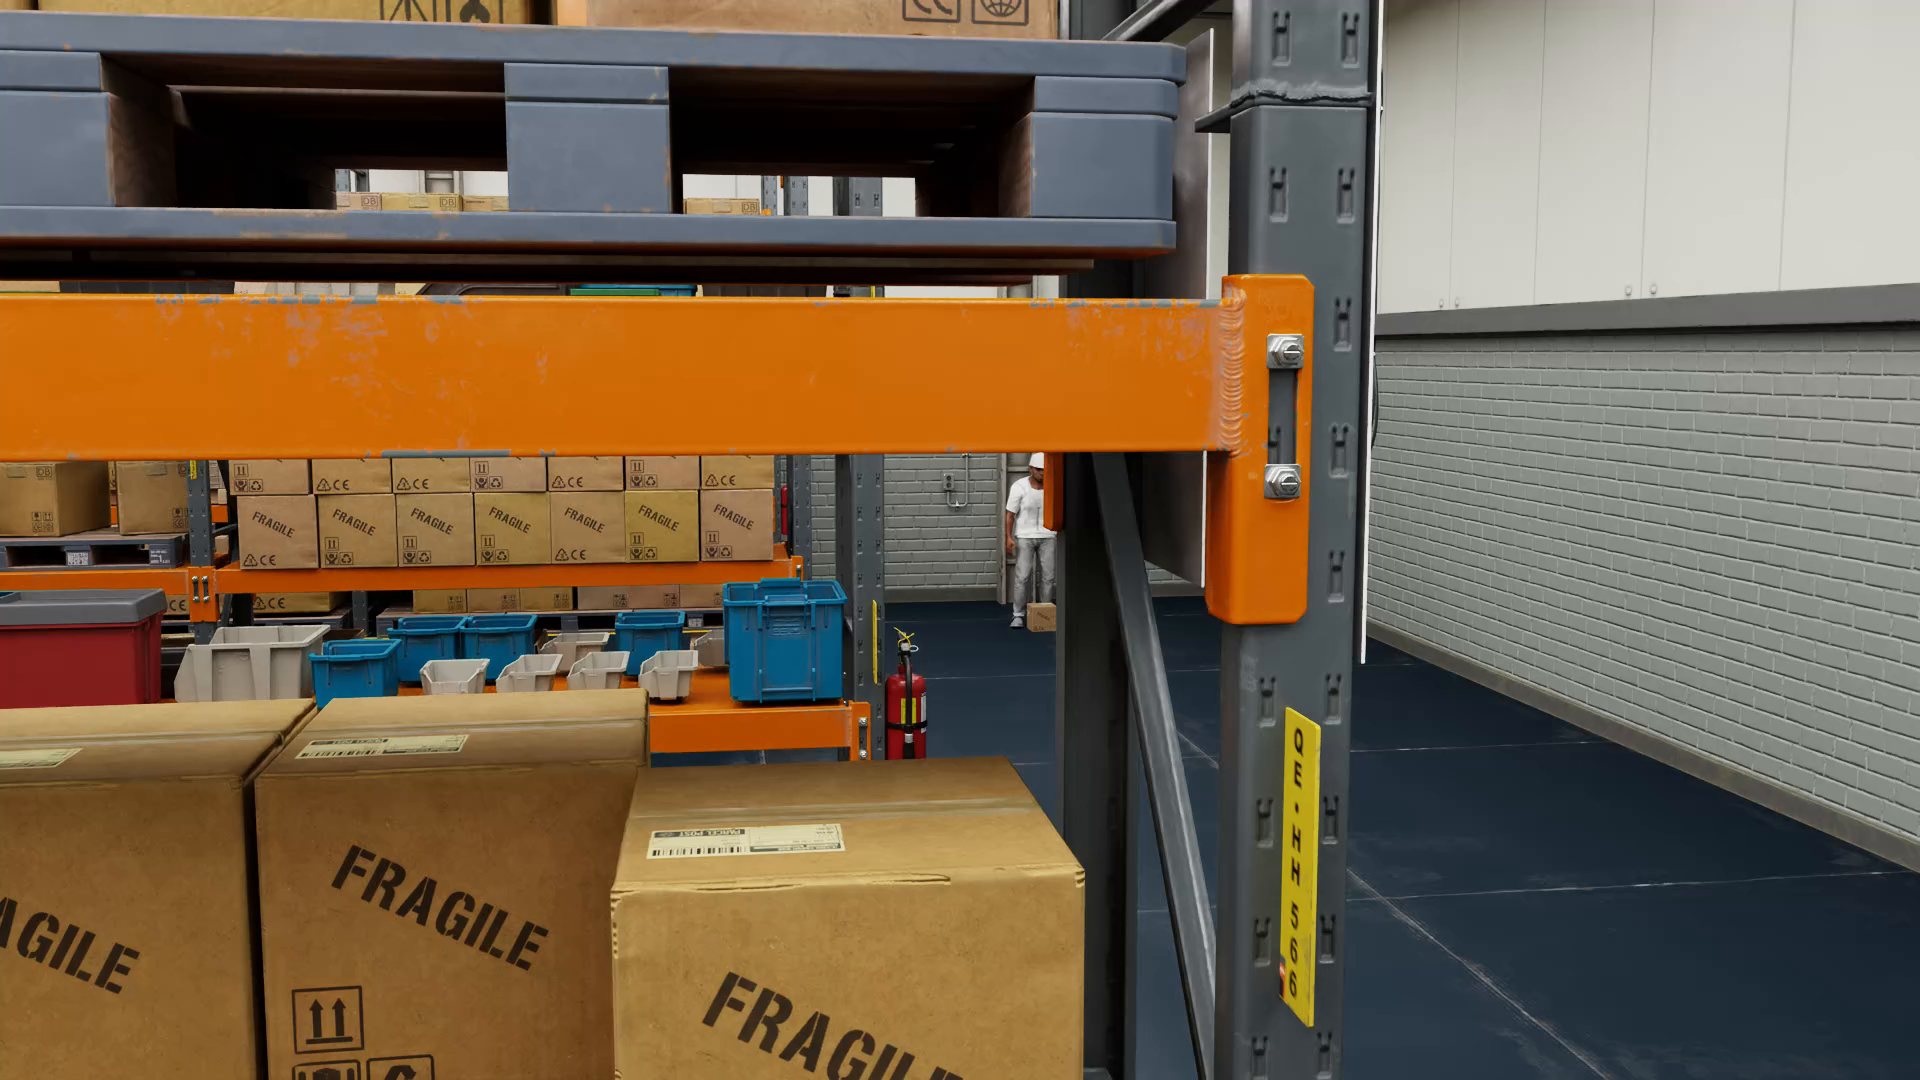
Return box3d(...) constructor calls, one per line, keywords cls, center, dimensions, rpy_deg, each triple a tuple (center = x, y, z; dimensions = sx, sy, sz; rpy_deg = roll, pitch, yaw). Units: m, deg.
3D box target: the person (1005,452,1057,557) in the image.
box3d(cls="person", center=(0.764, -0.356, 16.645), dimensions=(0.627, 1.057, 0.456), rpy_deg=(-1, 7, -8))
